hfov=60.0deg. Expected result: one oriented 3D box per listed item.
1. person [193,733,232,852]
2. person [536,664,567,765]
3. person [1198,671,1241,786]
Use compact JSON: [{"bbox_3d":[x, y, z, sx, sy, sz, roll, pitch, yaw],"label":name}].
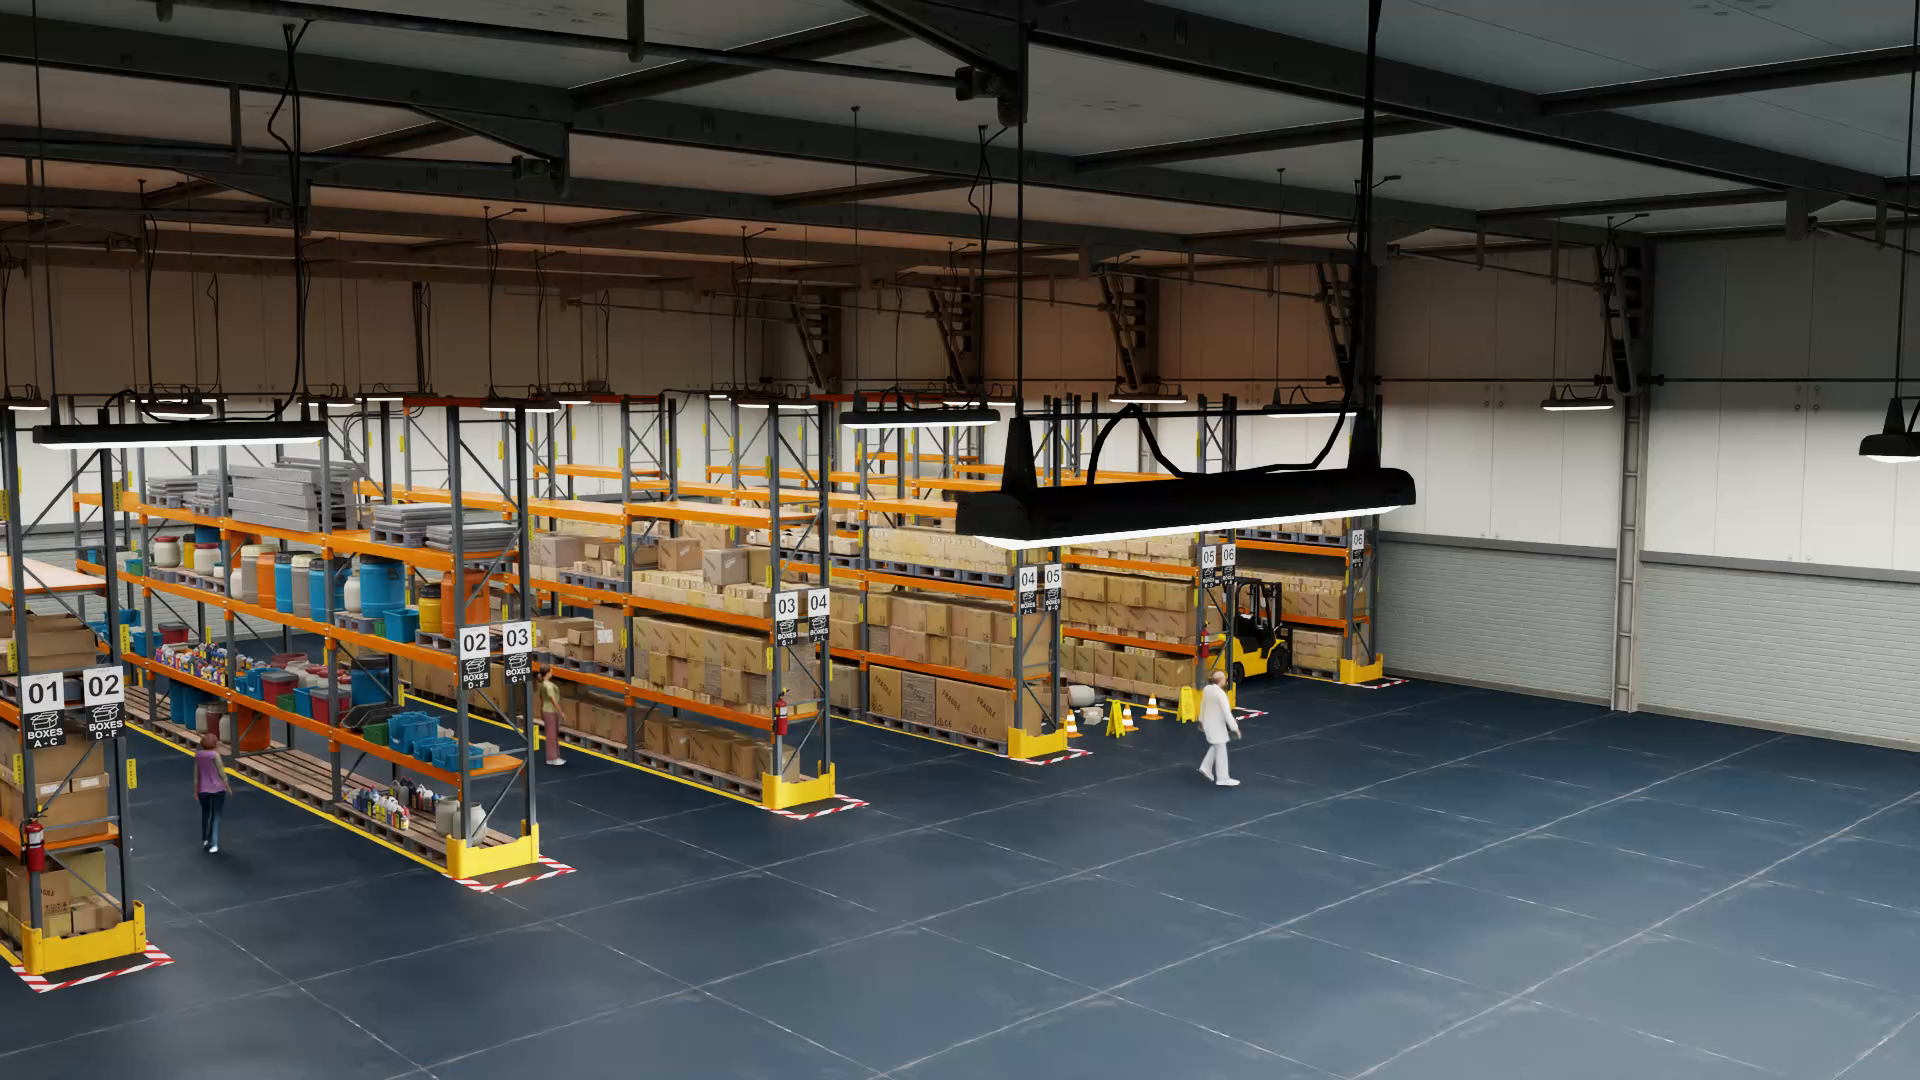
[{"bbox_3d":[-10.029,3.394,22.291,0.471,1.639,0.511,-1,6,-9],"label":"person"},{"bbox_3d":[-6.707,2.870,27.353,0.485,1.704,0.523,-1,6,-11],"label":"person"},{"bbox_3d":[4.032,2.936,26.018,0.569,1.784,0.762,-2,6,-20],"label":"person"}]
